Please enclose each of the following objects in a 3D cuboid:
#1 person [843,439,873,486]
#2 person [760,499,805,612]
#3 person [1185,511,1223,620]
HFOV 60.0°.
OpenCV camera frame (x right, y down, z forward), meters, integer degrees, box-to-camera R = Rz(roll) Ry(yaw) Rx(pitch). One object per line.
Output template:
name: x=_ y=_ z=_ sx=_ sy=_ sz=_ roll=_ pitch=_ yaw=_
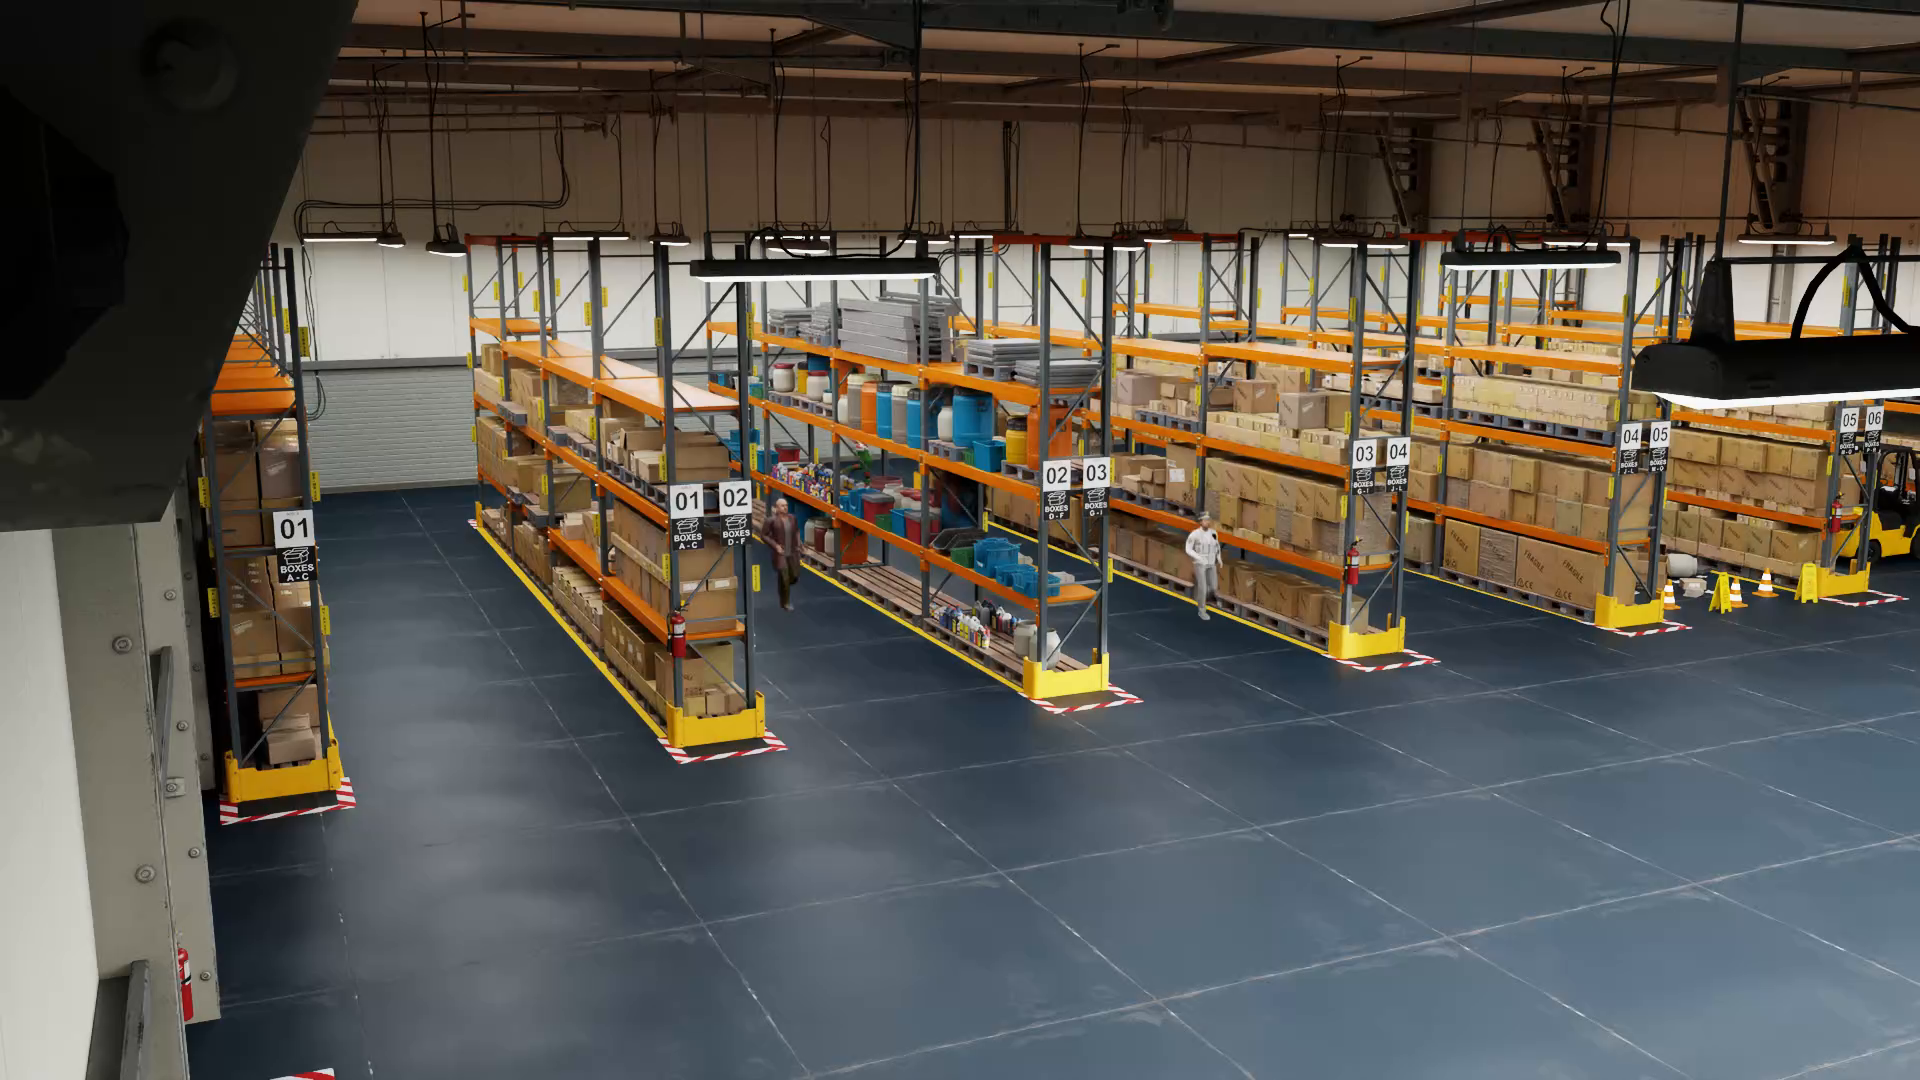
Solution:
person: x=-2.388 y=-2.146 z=39.630 sx=0.808 sy=1.767 sz=0.655 roll=0 pitch=11 yaw=0
person: x=-2.780 y=0.217 z=25.964 sx=0.712 sy=1.749 sz=0.643 roll=-8 pitch=13 yaw=-34
person: x=3.735 y=0.381 z=25.347 sx=0.616 sy=1.666 sz=0.479 roll=-4 pitch=12 yaw=-18
